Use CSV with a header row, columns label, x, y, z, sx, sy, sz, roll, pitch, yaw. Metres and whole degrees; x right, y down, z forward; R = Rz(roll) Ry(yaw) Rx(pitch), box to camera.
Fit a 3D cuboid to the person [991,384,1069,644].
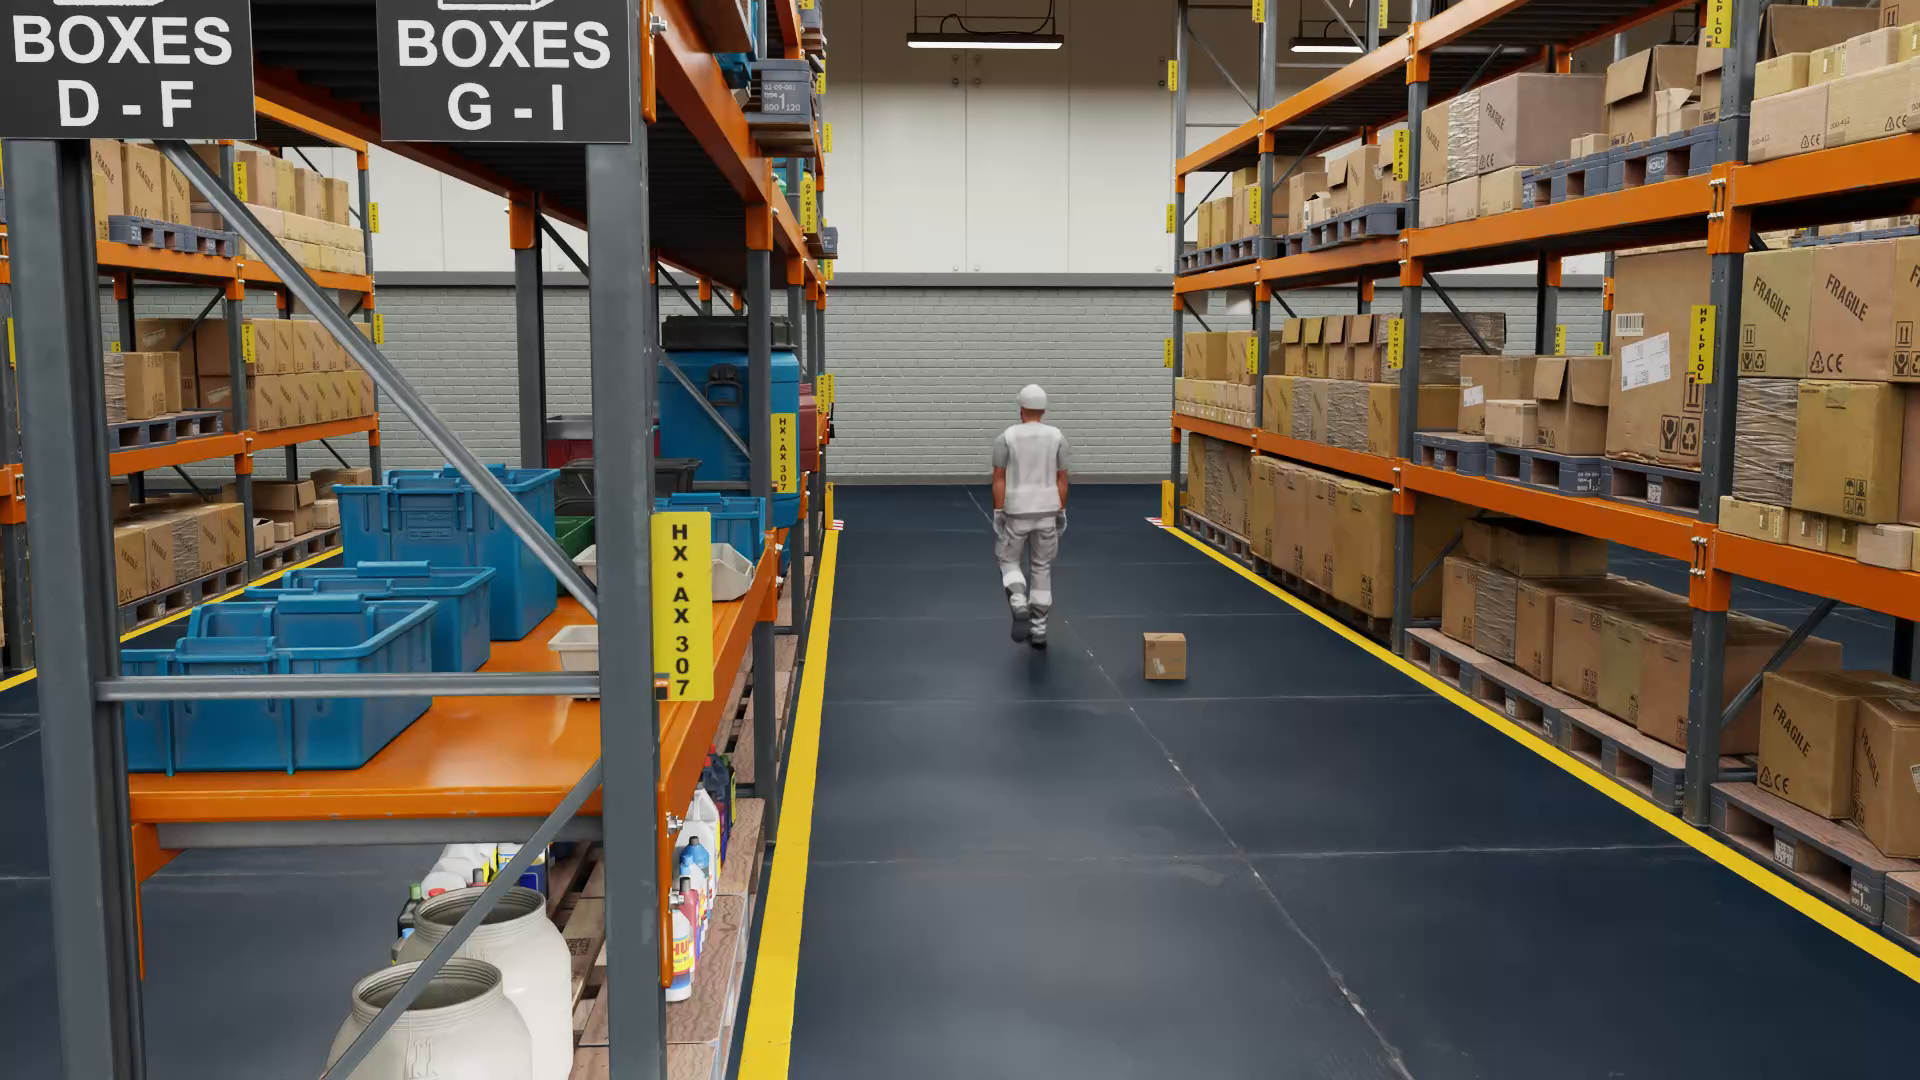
label,x,y,z,sx,sy,sz,roll,pitch,yaw
person,0.481,-0.173,11.382,0.541,1.780,0.513,-1,7,-6
